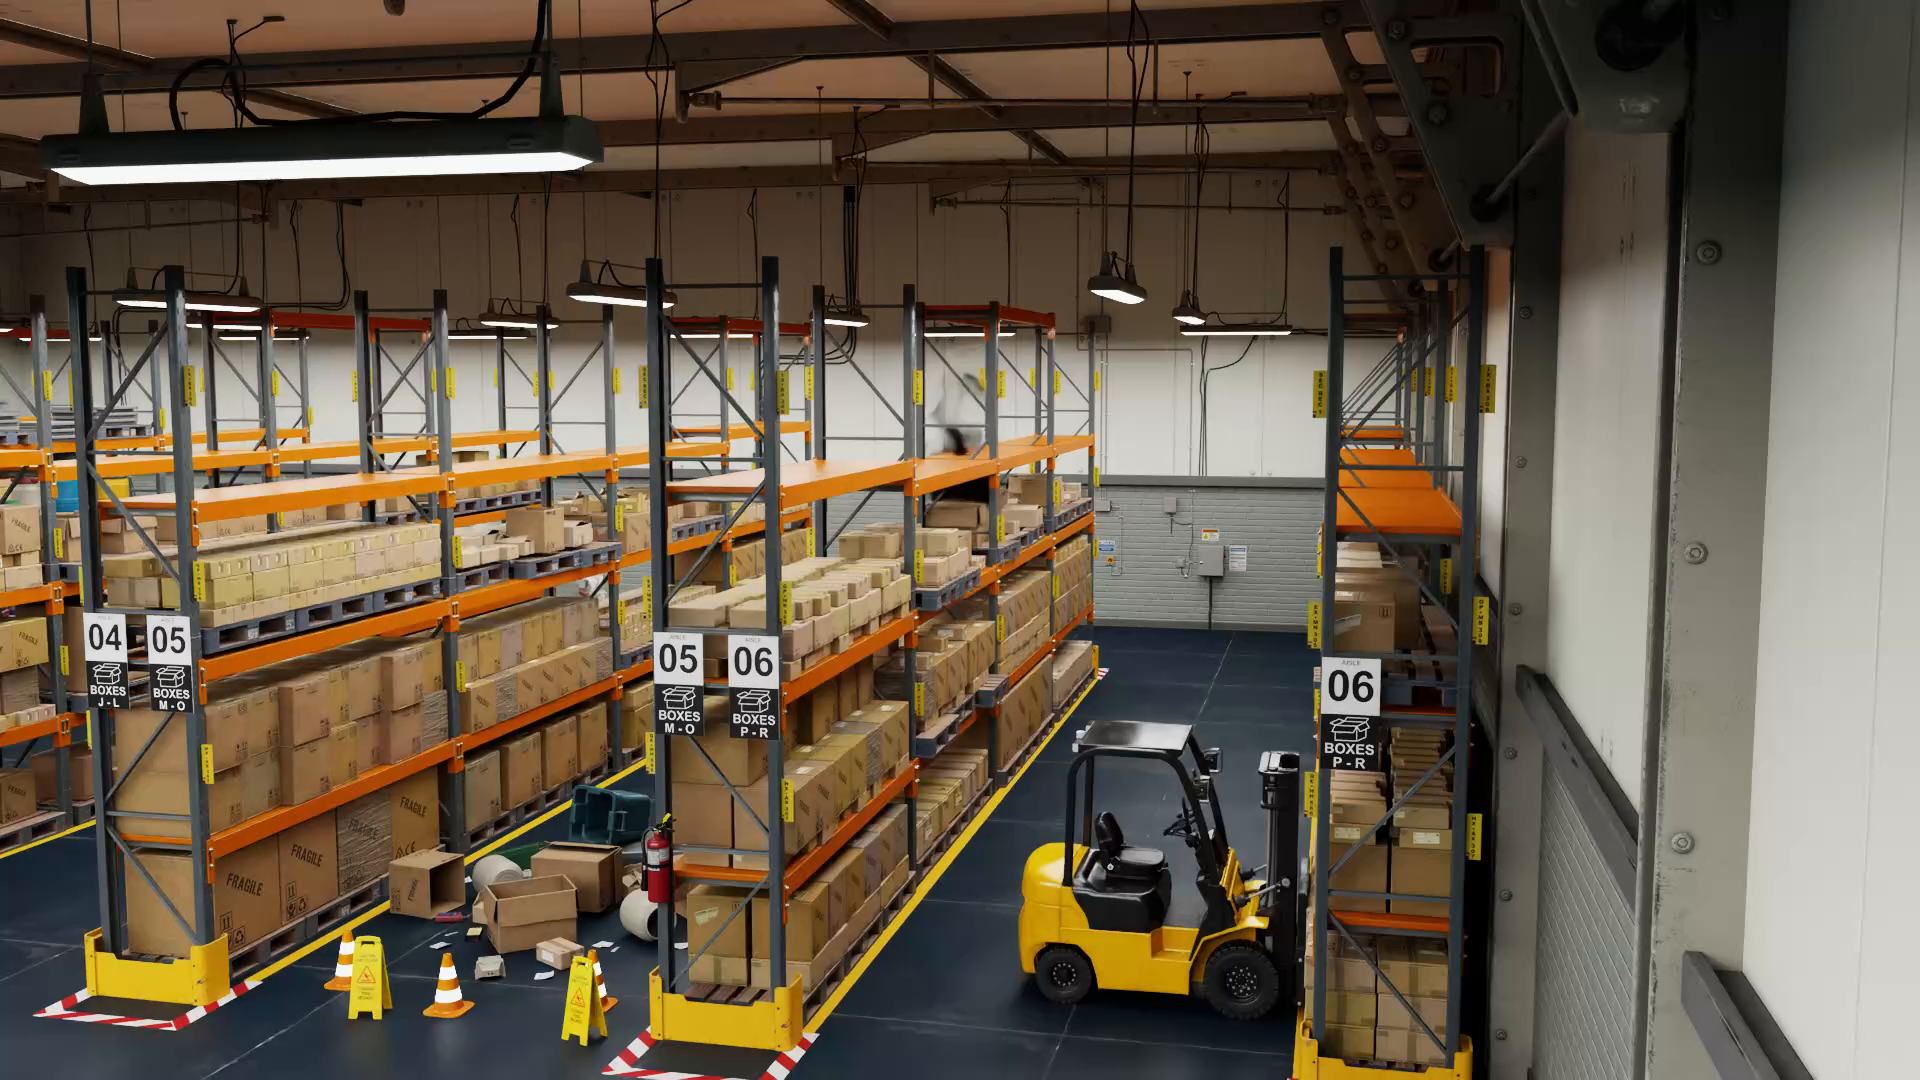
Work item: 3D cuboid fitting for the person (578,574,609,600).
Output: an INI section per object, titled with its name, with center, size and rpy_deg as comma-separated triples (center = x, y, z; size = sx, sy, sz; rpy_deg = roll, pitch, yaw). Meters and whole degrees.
[person]
center = -6.813, 1.148, 31.129
size = 0.699, 1.731, 0.588
rpy_deg = -6, 8, -44
